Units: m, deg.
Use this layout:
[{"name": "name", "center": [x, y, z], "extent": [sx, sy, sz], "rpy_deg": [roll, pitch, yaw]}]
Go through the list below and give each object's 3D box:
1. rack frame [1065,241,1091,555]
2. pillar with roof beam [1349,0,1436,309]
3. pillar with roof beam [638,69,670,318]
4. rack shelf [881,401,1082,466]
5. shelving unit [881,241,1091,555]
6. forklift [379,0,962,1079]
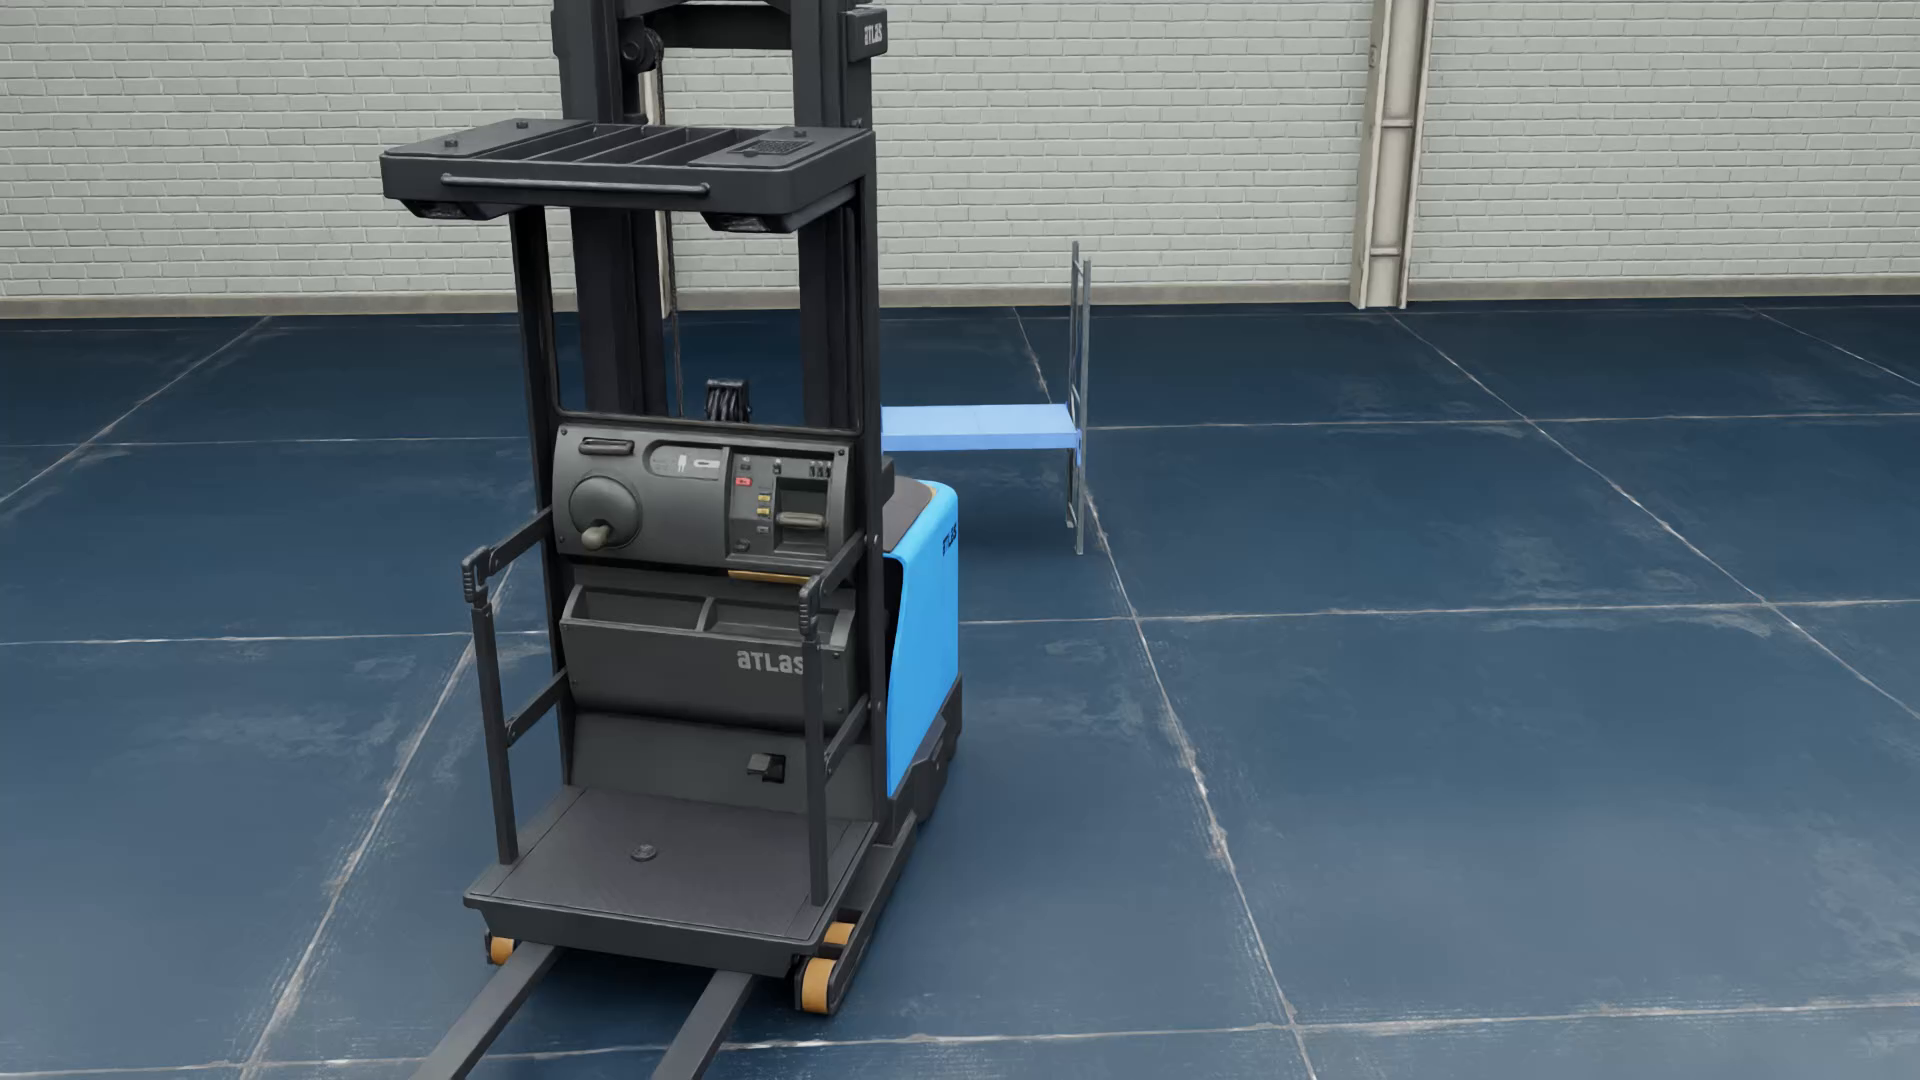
[{"name": "rack frame", "center": [0.593, -0.713, 8.386], "extent": [0.032, 1.500, 0.500], "rpy_deg": [-1, 21, -3]}, {"name": "pillar with roof beam", "center": [3.687, -4.619, 8.107], "extent": [0.400, 9.000, 9.100], "rpy_deg": [-1, 21, -3]}, {"name": "pillar with roof beam", "center": [-2.303, -4.497, 7.787], "extent": [0.400, 9.000, 9.100], "rpy_deg": [-1, 21, -3]}, {"name": "rack shelf", "center": [0.085, -0.535, 8.423], "extent": [1.000, 0.185, 0.538], "rpy_deg": [-1, 21, -3]}, {"name": "shelving unit", "center": [0.085, -0.703, 8.359], "extent": [1.048, 1.500, 0.538], "rpy_deg": [-1, 21, -3]}, {"name": "forklift", "center": [-0.829, -0.112, 4.796], "extent": [1.130, 2.935, 3.031], "rpy_deg": [5, 21, 12]}]
